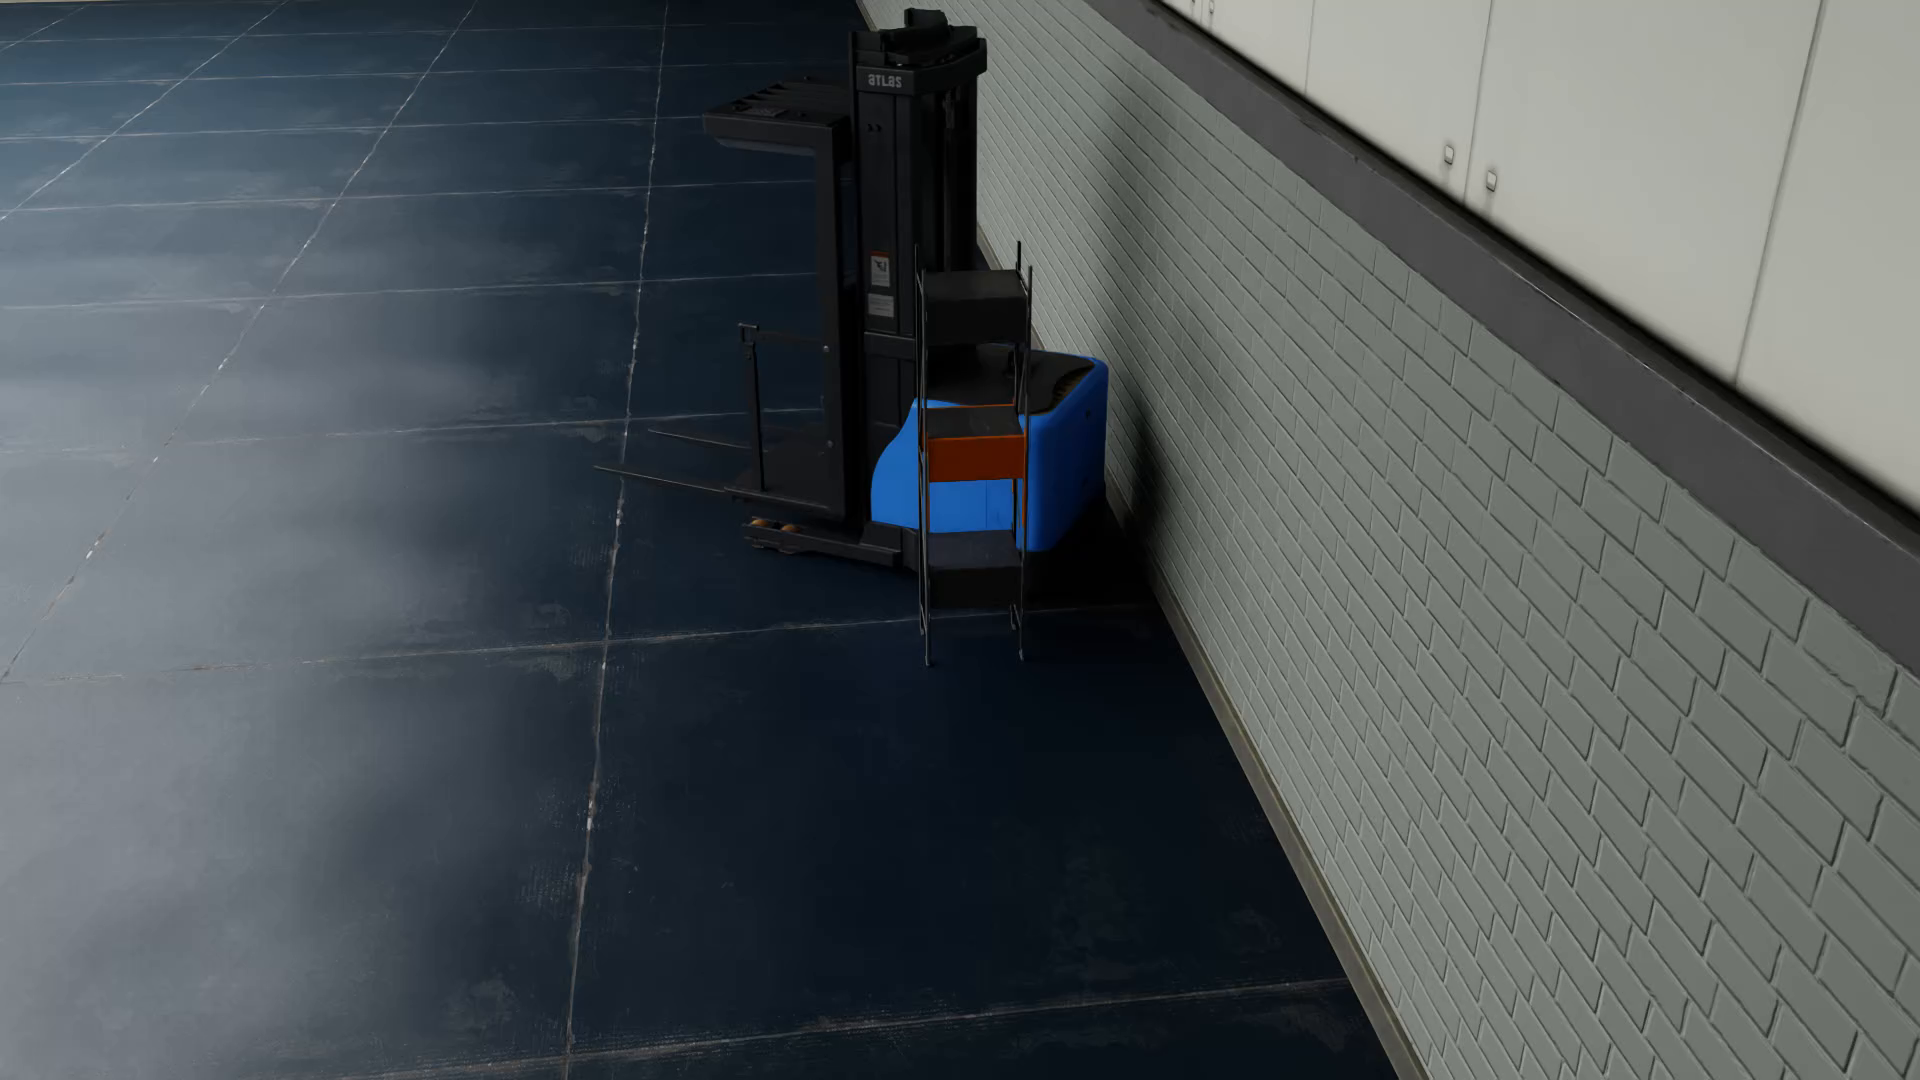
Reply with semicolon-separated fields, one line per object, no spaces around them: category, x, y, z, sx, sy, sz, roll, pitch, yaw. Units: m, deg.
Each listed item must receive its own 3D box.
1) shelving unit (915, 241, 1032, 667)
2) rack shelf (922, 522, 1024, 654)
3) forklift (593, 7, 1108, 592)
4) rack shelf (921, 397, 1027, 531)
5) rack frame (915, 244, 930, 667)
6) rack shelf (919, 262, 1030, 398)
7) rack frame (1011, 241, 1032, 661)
shelving unit;0.059;-0.390;8.211;0.503;2.100;0.431;-3;27;-6
rack shelf;0.059;0.245;8.536;0.480;0.518;0.431;-3;27;-6
forklift;-0.715;-1.430;9.327;3.031;2.935;1.130;11;29;20
rack shelf;0.059;-0.378;8.217;0.480;0.518;0.431;-3;27;-6
rack frame;-0.183;-0.378;8.187;0.015;2.100;0.400;-3;27;-6
rack shelf;0.059;-1.001;7.897;0.480;0.518;0.431;-3;27;-6
rack frame;0.302;-0.402;8.234;0.015;2.100;0.400;-3;27;-6
